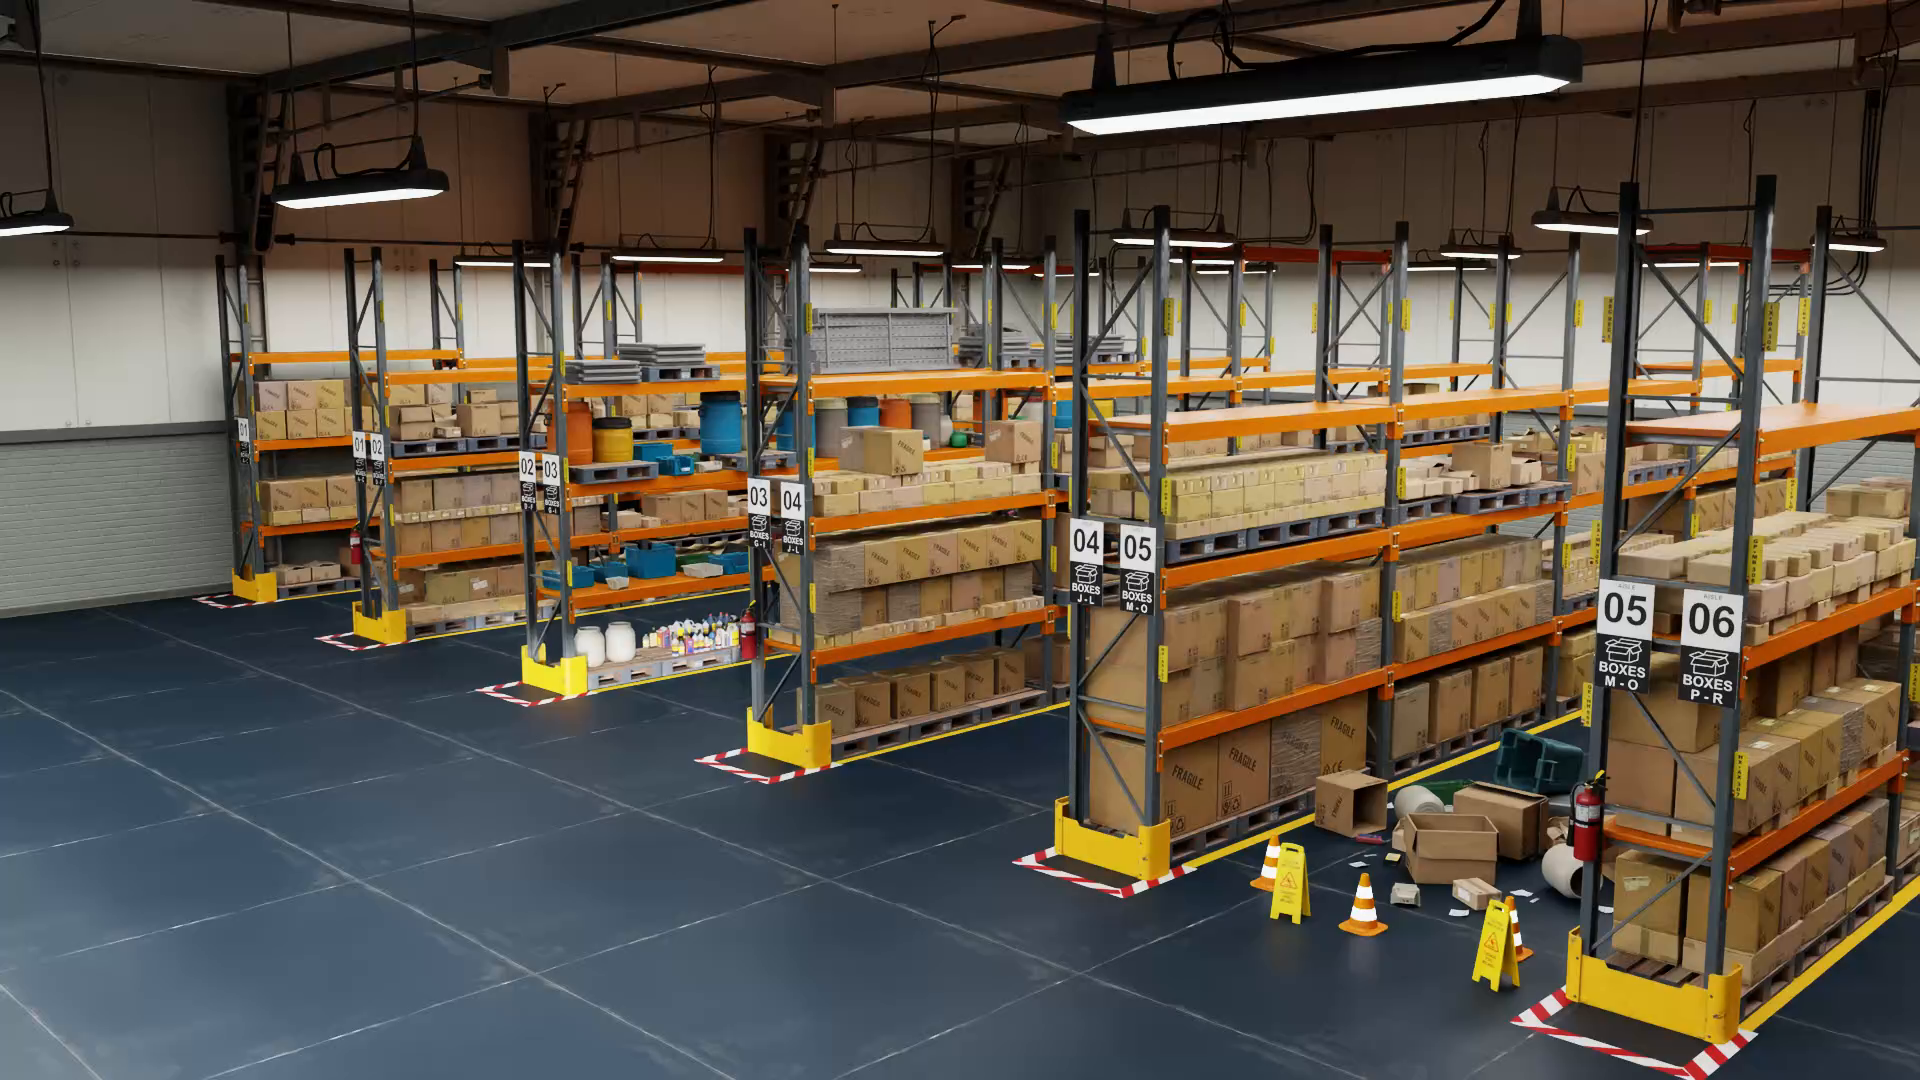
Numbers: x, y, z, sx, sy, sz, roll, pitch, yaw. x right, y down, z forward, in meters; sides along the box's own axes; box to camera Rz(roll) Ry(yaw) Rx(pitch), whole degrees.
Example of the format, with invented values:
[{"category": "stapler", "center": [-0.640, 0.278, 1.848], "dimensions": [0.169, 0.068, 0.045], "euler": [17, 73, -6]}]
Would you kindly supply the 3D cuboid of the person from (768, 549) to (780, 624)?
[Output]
[{"category": "person", "center": [-2.869, 0.597, 26.697], "dimensions": [0.455, 1.610, 0.574], "euler": [0, 8, -2]}]
